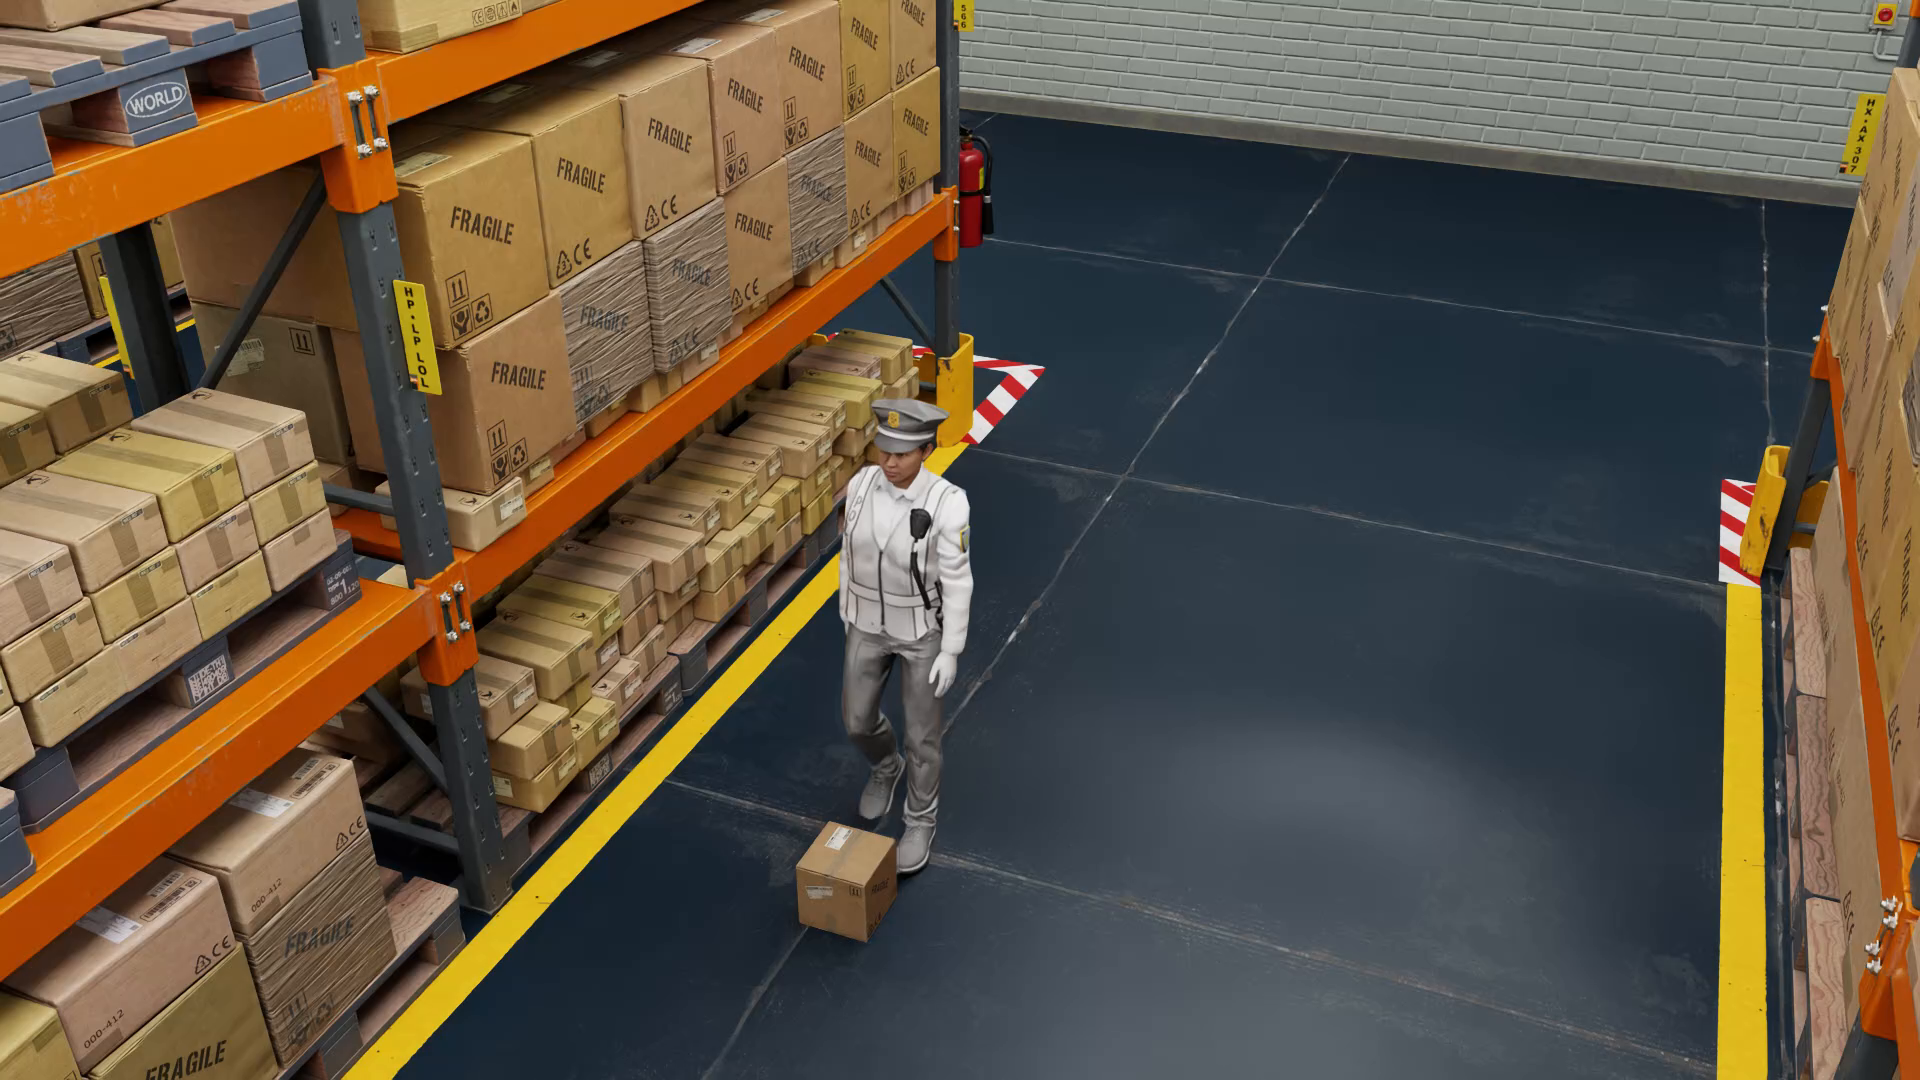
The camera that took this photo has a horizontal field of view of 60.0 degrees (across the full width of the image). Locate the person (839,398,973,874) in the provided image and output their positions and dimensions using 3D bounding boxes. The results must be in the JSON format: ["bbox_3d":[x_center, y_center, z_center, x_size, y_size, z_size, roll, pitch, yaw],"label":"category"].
[{"bbox_3d":[-0.199,0.329,5.570,0.490,1.729,0.486,12,32,20],"label":"person"}]
